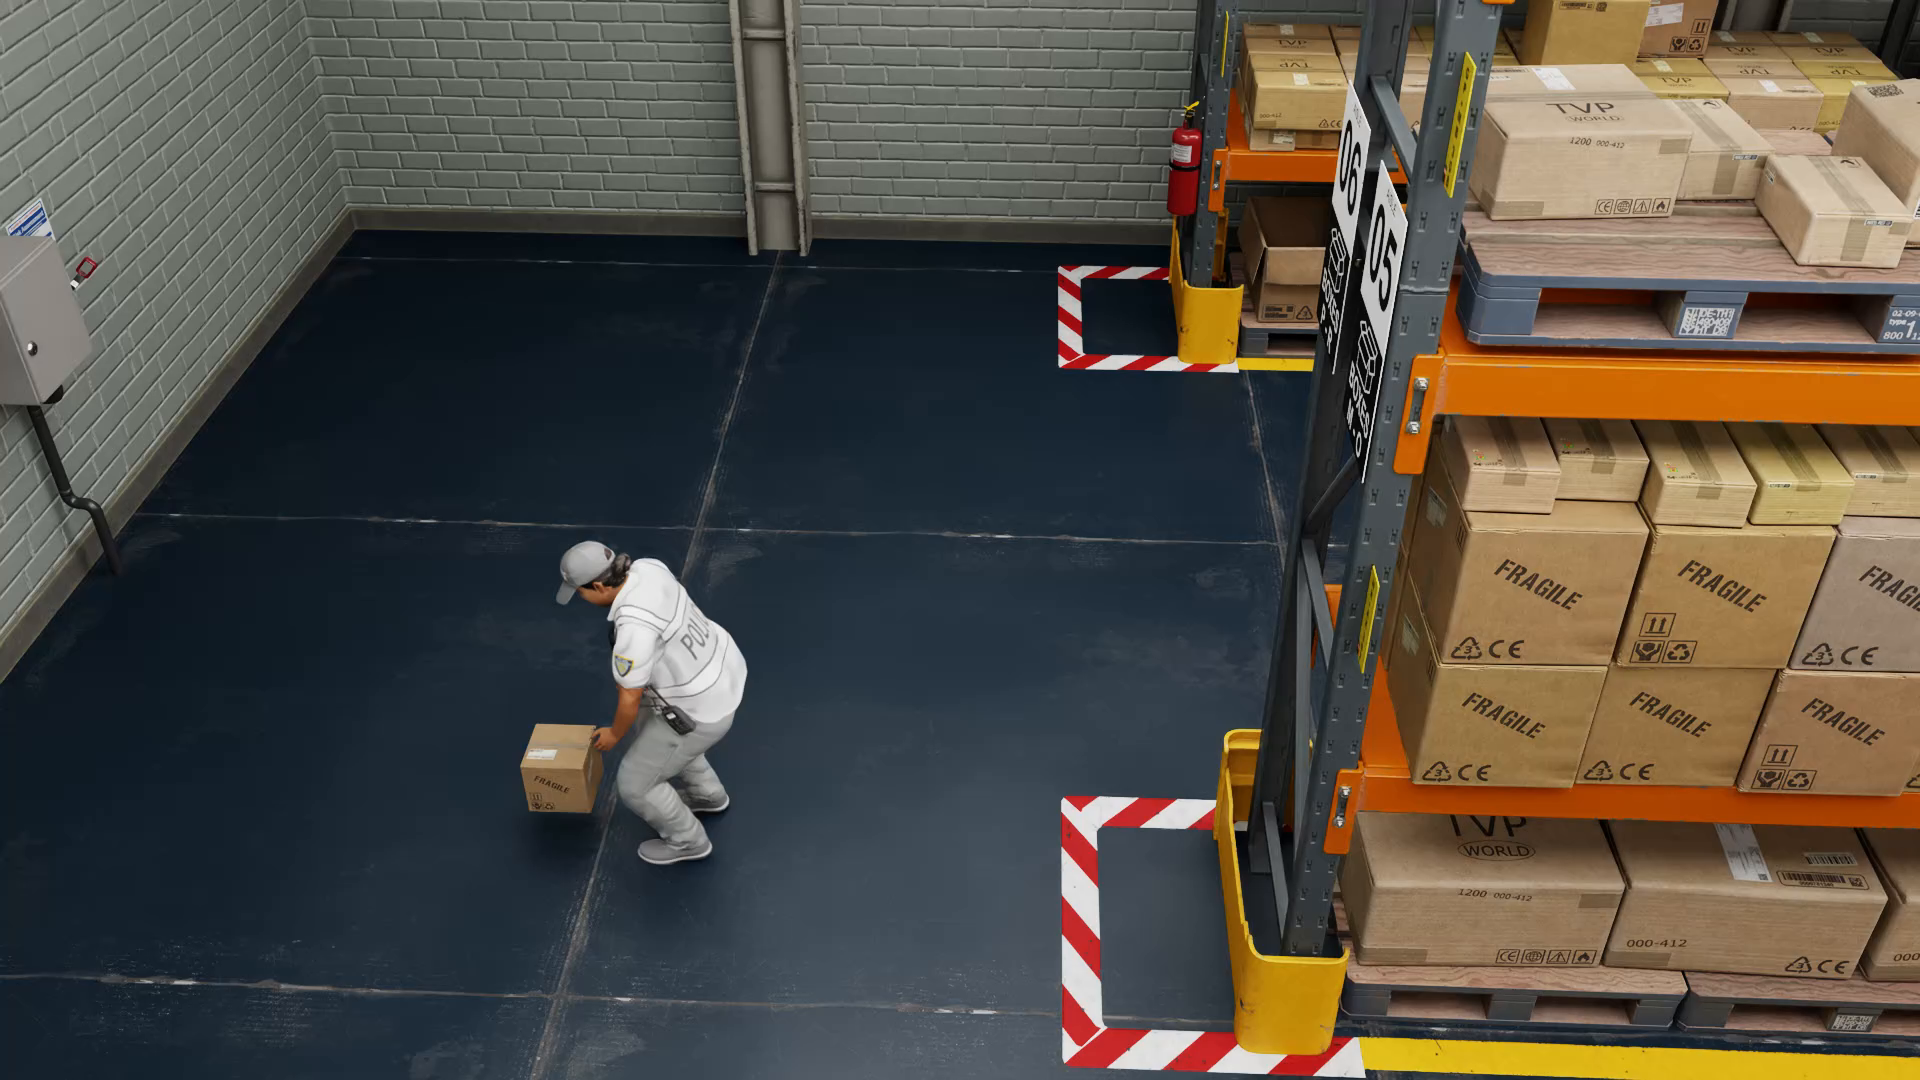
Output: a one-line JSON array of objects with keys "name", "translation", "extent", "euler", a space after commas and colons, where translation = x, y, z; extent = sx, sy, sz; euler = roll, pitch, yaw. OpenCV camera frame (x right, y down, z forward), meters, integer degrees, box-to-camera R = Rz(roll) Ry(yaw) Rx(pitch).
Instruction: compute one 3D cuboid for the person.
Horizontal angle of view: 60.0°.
[{"name": "person", "translation": [-1.157, 0.623, 6.421], "extent": [0.652, 1.480, 0.528], "euler": [2, 36, 2]}]
